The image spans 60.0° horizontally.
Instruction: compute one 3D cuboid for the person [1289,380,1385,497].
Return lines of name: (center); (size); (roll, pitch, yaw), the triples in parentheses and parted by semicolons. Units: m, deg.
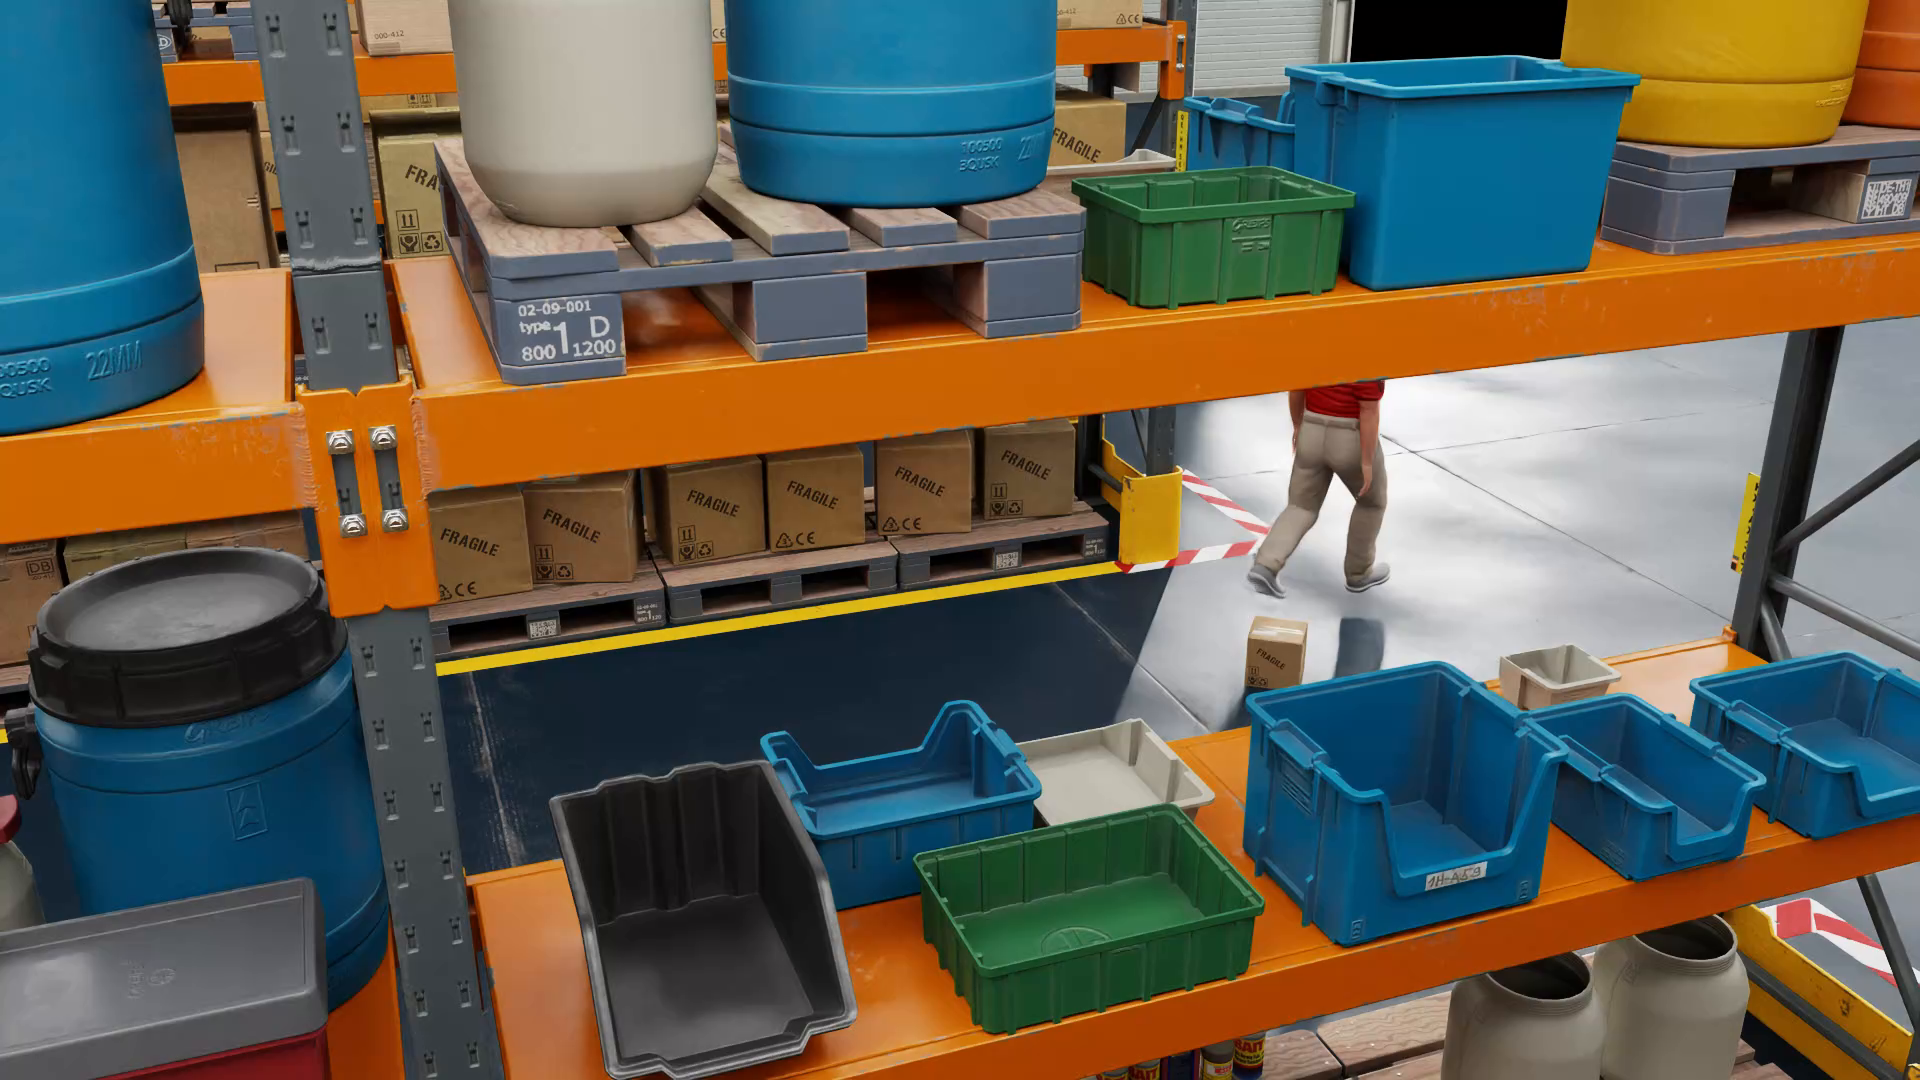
person: (1.881, -0.790, 8.203); (0.553, 1.045, 0.335); (19, 29, 38)
